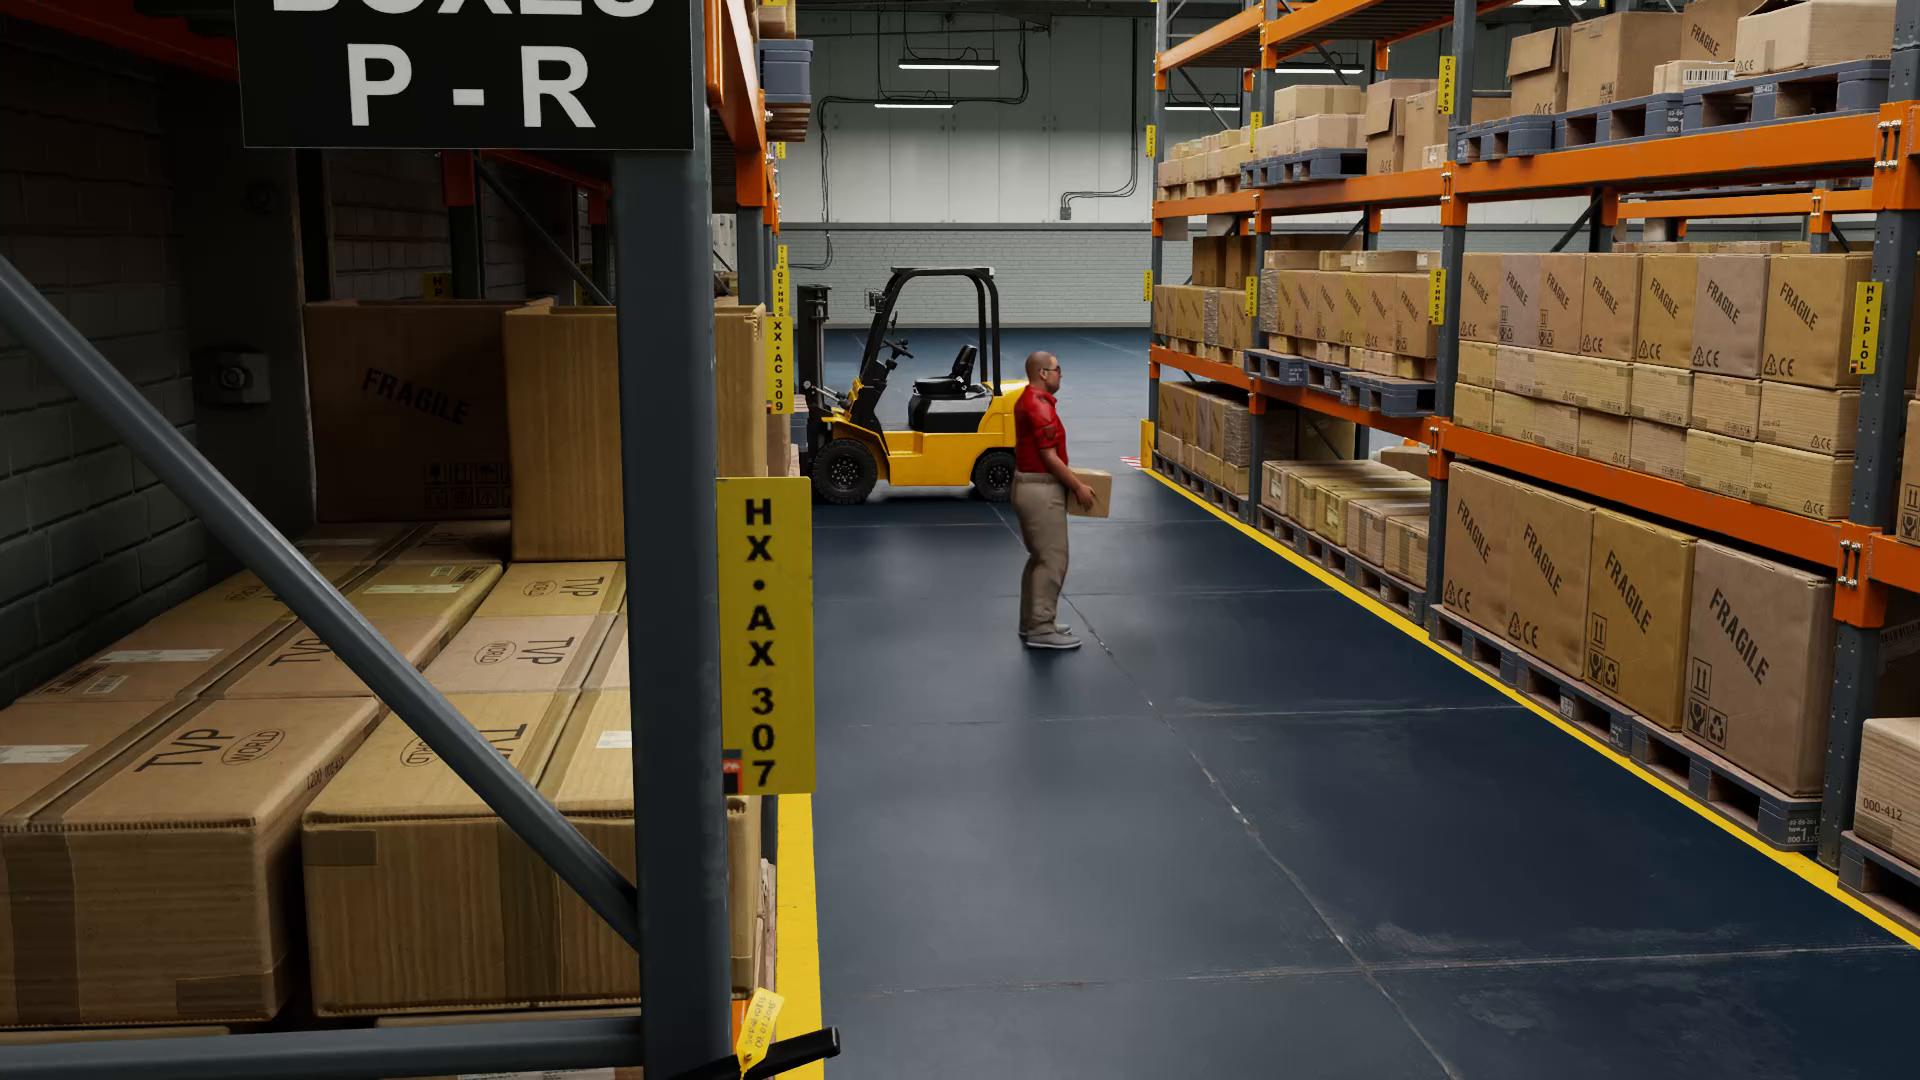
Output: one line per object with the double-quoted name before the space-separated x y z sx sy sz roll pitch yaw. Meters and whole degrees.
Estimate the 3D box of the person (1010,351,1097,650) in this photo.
"person" 0.555 -0.248 9.842 0.469 1.733 0.530 -1 10 -7
